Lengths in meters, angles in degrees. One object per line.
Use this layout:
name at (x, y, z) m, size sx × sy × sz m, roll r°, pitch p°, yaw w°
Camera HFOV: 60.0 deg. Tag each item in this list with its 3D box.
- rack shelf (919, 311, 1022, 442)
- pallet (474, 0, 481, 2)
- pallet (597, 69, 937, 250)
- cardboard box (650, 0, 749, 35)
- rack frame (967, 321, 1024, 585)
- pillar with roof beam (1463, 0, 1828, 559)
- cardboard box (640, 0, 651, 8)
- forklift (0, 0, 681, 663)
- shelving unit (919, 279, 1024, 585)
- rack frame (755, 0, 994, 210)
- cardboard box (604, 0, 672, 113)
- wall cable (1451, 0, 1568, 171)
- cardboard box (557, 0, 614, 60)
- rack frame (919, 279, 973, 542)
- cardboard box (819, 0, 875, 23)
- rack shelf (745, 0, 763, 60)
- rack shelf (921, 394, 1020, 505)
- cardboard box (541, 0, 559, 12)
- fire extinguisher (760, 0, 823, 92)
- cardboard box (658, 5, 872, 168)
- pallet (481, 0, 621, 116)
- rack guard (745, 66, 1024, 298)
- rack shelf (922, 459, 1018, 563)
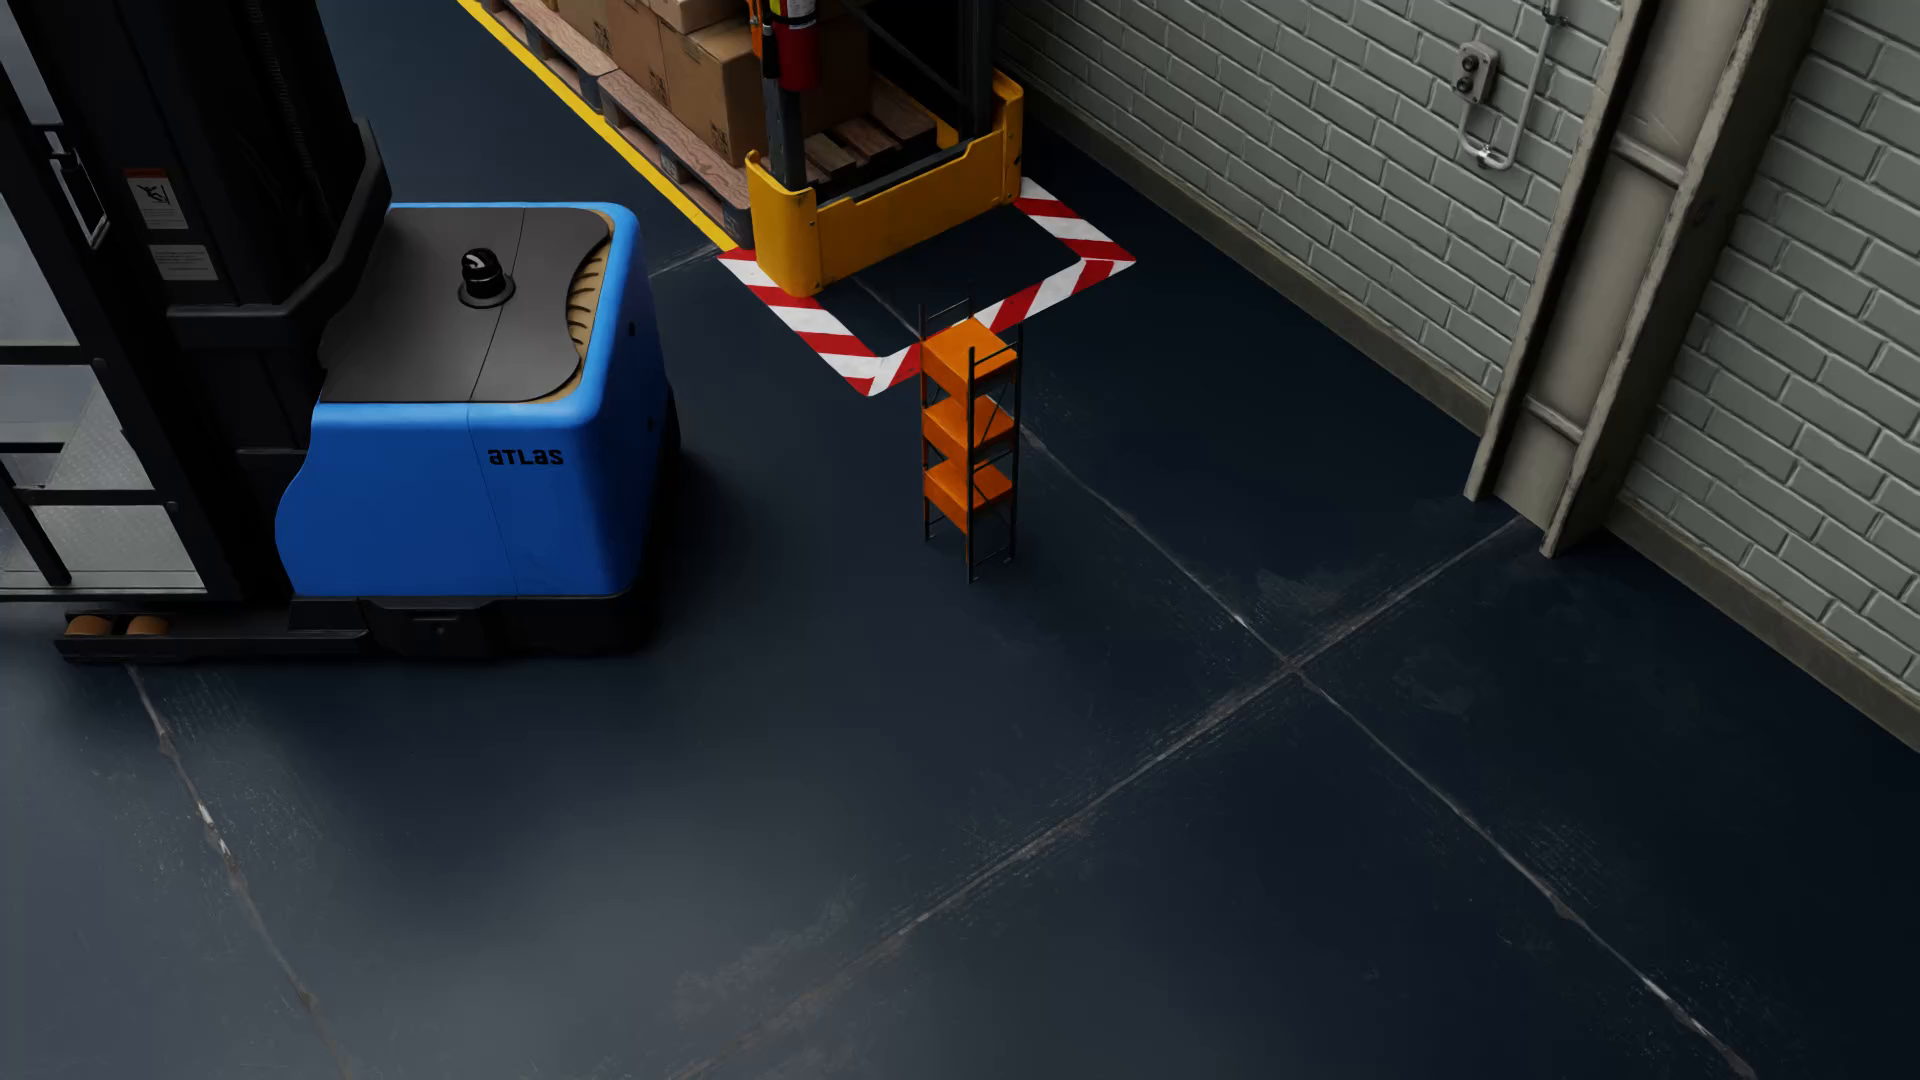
rack shelf at (0.032, -0.505, 5.130) m, size 0.215 × 0.259 × 0.240 m, roll -29°, pitch 54°, yaw -24°
pallet at (-2.324, -3.267, 8.569) m, size 1.003 × 0.211 × 1.213 m, roll -29°, pitch 54°, yaw -24°
pallet at (-0.846, -1.828, 7.265) m, size 1.003 × 0.211 × 1.213 m, roll -29°, pitch 54°, yaw -24°
cardboard box at (-1.026, -2.210, 6.694) m, size 0.380 × 0.149 × 0.250 m, roll -30°, pitch 54°, yaw -24°
rack frame at (0.106, -0.249, 5.267) m, size 0.200 × 1.050 × 0.008 m, roll -29°, pitch 54°, yaw -24°
pillar with roof beam at (-1.403, -1.208, 0.771) m, size 9.100 × 9.000 × 0.400 m, roll -29°, pitch 54°, yaw -24°
cardboard box at (-1.181, -2.360, 6.831) m, size 0.380 × 0.149 × 0.250 m, roll -28°, pitch 54°, yaw -23°
forklift at (-2.517, -0.979, 4.659) m, size 3.031 × 2.935 × 1.130 m, roll 0°, pitch 48°, yaw 0°
shelving unit at (0.032, -0.321, 5.332) m, size 0.215 × 1.050 × 0.252 m, roll -29°, pitch 54°, yaw -24°
rack frame at (-0.300, -2.328, 5.836) m, size 1.000 × 3.000 × 0.127 m, roll -29°, pitch 54°, yaw -24°
cardboard box at (-1.106, -2.293, 7.208) m, size 0.700 × 0.500 × 0.500 m, roll -30°, pitch 54°, yaw -24°
wall cable at (1.228, -2.339, 5.160) m, size 0.084 × 1.984 × 1.851 m, roll -29°, pitch 54°, yaw -24°
cardboard box at (-1.411, -2.589, 7.476) m, size 0.700 × 0.500 × 0.500 m, roll -31°, pitch 55°, yaw -25°
rack frame at (-0.041, -0.393, 5.398) m, size 0.200 × 1.050 × 0.008 m, roll -29°, pitch 54°, yaw -24°
cardboard box at (-0.568, -2.232, 6.714) m, size 0.380 × 0.149 × 0.250 m, roll -29°, pitch 54°, yaw -24°
rack shelf at (-1.511, -3.266, 7.172) m, size 1.077 × 0.370 × 4.000 m, roll -29°, pitch 54°, yaw -24°
rack shelf at (0.032, -0.314, 5.340) m, size 0.215 × 0.259 × 0.240 m, roll -29°, pitch 54°, yaw -24°
cardboard box at (-1.740, -2.900, 7.758) m, size 0.700 × 0.500 × 0.500 m, roll -28°, pitch 54°, yaw -23°
fire extinguisher at (-0.576, -1.881, 5.735) m, size 0.296 × 0.674 × 0.183 m, roll -29°, pitch 54°, yaw -24°
cardboard box at (-0.803, -1.998, 6.940) m, size 0.700 × 0.500 × 0.500 m, roll -29°, pitch 54°, yaw -24°
pallet at (-1.581, -2.547, 7.917) m, size 1.003 × 0.211 × 1.213 m, roll -29°, pitch 54°, yaw -24°
rack guard at (-0.285, -1.475, 6.750) m, size 1.175 × 0.500 × 0.348 m, roll -29°, pitch 54°, yaw -24°
rack shelf at (0.032, -0.127, 5.546) m, size 0.215 × 0.259 × 0.240 m, roll -29°, pitch 54°, yaw -24°
